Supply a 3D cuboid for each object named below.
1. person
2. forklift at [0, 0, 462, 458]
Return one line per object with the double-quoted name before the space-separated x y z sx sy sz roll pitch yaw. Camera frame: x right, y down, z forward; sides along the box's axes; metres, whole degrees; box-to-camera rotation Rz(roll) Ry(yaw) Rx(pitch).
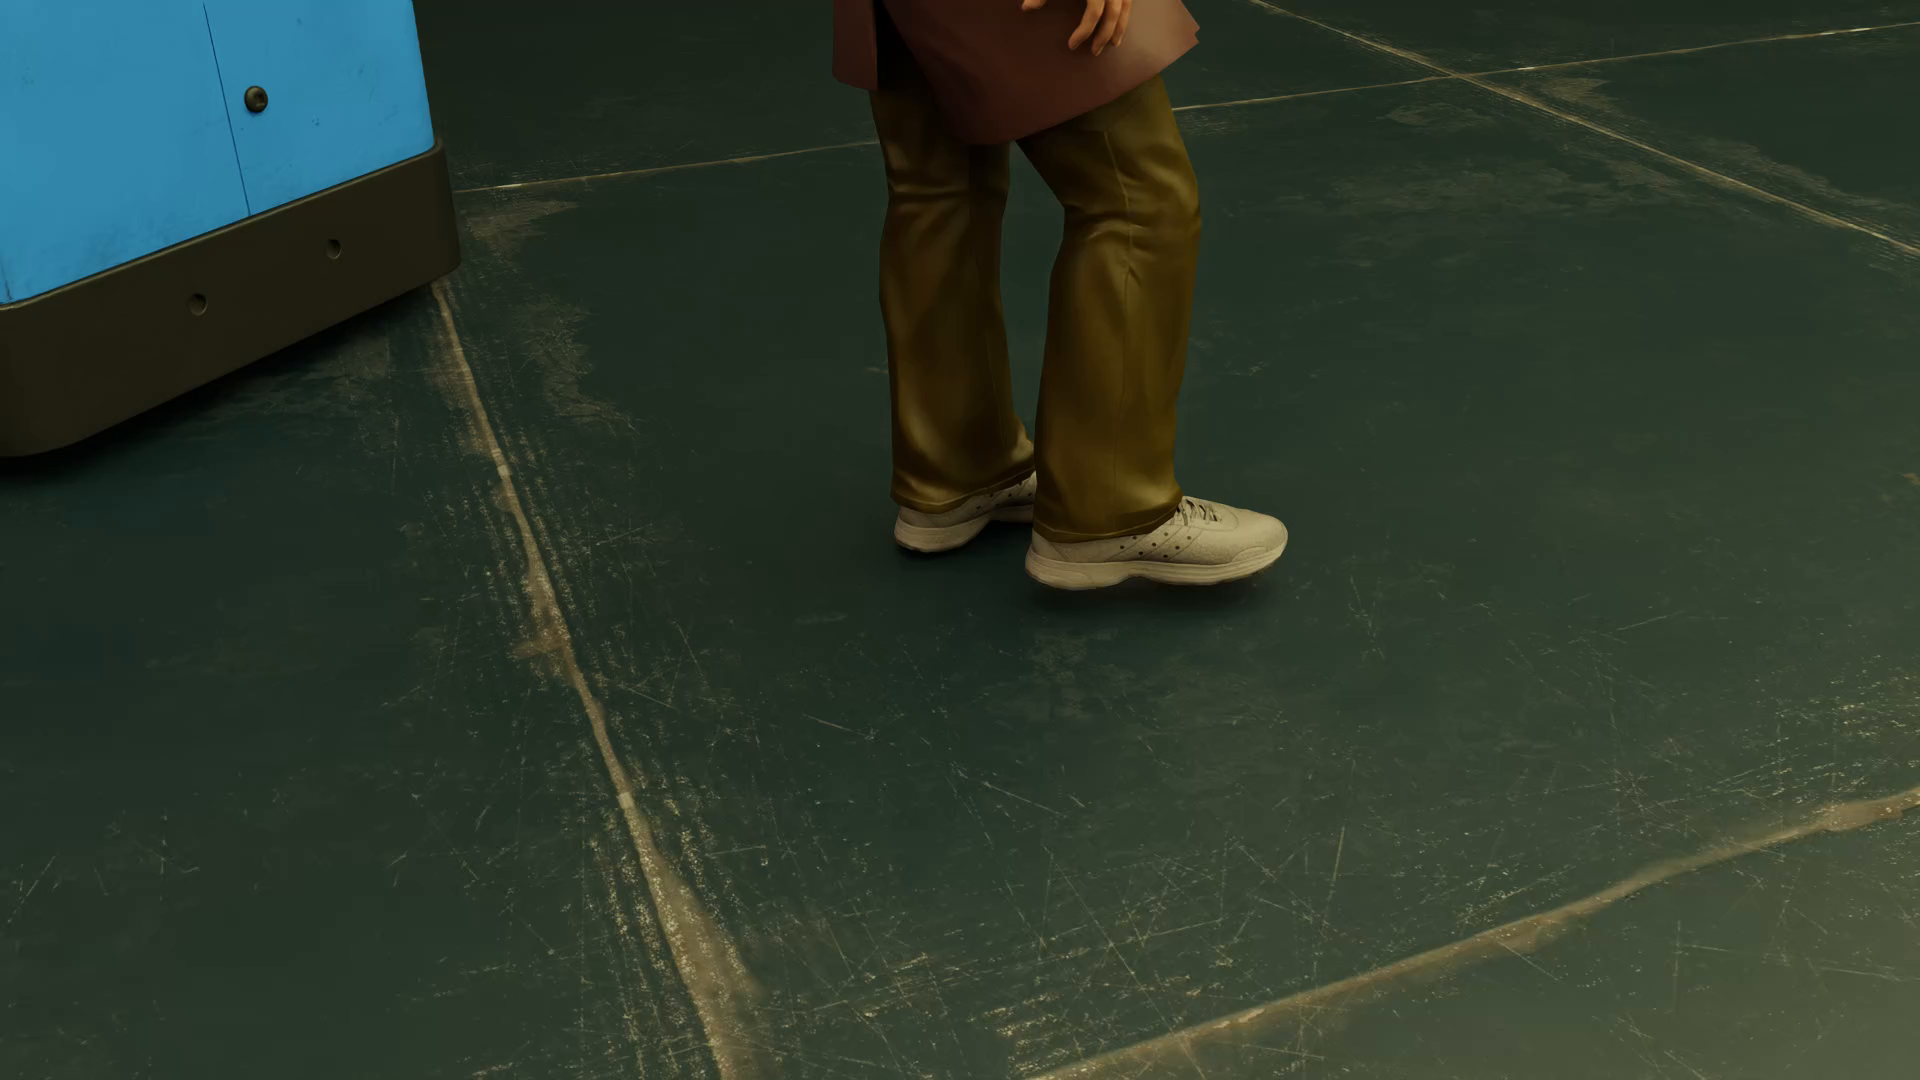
"person" 0.086 -0.793 2.083 0.583 1.774 0.694 -11 32 -19
"forklift" -2.546 -1.892 2.861 3.031 2.935 1.130 14 33 23
